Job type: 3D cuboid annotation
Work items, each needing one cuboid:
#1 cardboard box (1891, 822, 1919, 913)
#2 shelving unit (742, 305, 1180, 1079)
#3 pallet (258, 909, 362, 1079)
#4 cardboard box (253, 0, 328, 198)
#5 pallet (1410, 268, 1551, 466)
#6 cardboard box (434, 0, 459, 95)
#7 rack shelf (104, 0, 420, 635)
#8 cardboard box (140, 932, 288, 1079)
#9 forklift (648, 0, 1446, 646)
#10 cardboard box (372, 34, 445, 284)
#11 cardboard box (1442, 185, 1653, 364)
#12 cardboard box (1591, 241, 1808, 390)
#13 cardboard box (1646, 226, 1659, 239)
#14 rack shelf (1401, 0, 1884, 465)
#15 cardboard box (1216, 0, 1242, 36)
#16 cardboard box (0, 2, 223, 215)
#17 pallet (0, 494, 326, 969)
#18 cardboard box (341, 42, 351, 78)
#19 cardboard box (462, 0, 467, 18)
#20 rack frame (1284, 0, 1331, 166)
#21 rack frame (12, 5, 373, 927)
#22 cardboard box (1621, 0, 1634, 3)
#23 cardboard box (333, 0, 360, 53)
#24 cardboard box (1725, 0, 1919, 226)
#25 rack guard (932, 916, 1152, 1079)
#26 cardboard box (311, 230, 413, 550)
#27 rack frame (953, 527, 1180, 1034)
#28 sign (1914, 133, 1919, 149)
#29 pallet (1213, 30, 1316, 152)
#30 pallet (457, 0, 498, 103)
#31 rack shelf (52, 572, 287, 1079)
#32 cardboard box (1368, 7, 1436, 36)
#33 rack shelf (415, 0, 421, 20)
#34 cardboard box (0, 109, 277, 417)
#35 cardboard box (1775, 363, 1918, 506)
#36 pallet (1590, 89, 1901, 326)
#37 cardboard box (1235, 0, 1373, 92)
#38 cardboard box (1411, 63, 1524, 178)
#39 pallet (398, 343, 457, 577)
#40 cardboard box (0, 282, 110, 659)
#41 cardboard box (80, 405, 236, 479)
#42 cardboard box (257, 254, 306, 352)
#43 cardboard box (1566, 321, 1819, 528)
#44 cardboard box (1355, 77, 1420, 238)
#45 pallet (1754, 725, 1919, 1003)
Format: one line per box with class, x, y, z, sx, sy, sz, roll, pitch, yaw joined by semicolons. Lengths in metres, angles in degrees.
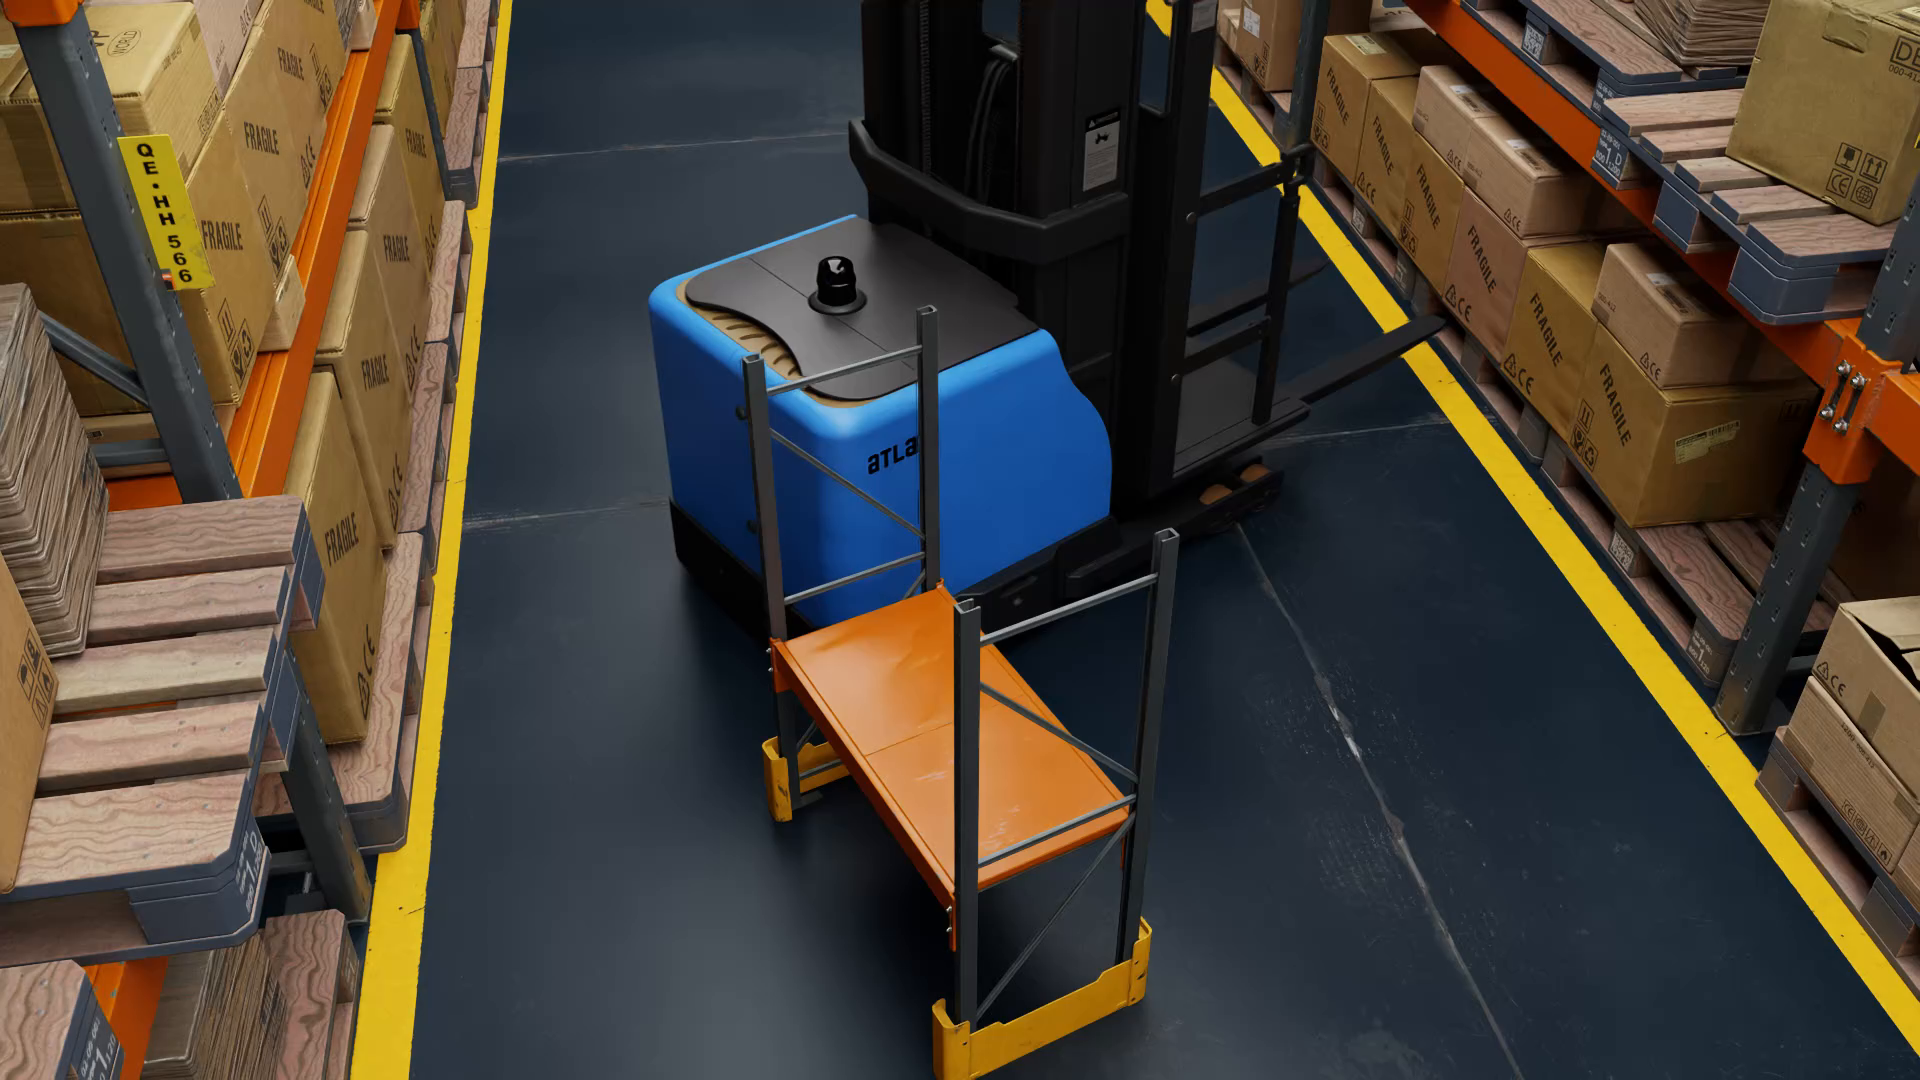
cardboard box;2.688;0.892;4.055;0.500;0.250;0.500;-7;38;-9
shelving unit;-0.038;0.371;4.049;0.587;1.500;1.083;-19;42;-23
pallet;-1.945;1.429;3.738;1.003;0.211;1.213;-6;38;-8
cardboard box;-2.082;-1.247;4.570;0.500;0.500;0.500;-6;38;-8
pallet;2.492;-0.768;6.567;1.003;0.211;1.213;-6;38;-8
cardboard box;-2.896;-2.505;8.225;0.700;0.500;0.500;-7;38;-8
rack shelf;-2.431;-1.068;5.266;1.077;0.370;4.000;-6;38;-8
cardboard box;-1.903;1.099;3.570;0.700;0.500;0.500;-6;38;-7
forklift;0.512;-1.410;5.177;3.031;2.935;1.130;-26;45;-30
cardboard box;-2.539;-1.498;6.643;0.750;0.750;0.750;-6;38;-7
cardboard box;2.213;-1.034;6.315;0.500;0.500;0.500;-8;38;-10
cardboard box;2.387;-0.735;5.319;0.500;0.250;0.500;-5;38;-6
cardboard box;2.721;-1.105;6.406;0.500;0.500;0.500;-7;38;-9
rack shelf;2.446;-1.603;5.955;1.077;0.370;4.000;-6;38;-8
cardboard box;1.584;-2.974;8.966;0.500;0.311;0.500;-6;38;-8
cardboard box;-1.911;-0.924;3.543;0.500;0.250;0.500;-5;38;-7
pallet;-1.850;0.351;3.010;1.213;0.211;1.003;-6;38;-8
cardboard box;-2.293;-1.676;5.650;0.380;0.149;0.250;-6;38;-8
cardboard box;-3.085;-3.137;9.038;0.700;0.500;0.500;-7;38;-9
rack frame;2.095;-3.095;7.289;1.000;3.000;0.127;-6;38;-8
rack frame;-2.080;-0.144;3.490;1.000;3.000;0.127;-6;38;-8
cardboard box;2.465;-2.240;5.764;0.700;0.500;0.500;-16;41;-19
cardboard box;-2.273;-1.862;5.361;0.500;0.500;0.500;-6;38;-8
cardboard box;2.575;-1.253;4.494;0.700;0.500;0.500;-19;42;-23
rack guard;0.204;1.132;4.089;0.587;0.250;0.087;-19;42;-23
cardboard box;-2.227;-0.449;5.293;0.750;0.750;0.750;-6;38;-8
rack frame;0.213;0.649;3.692;0.500;1.500;0.032;-19;42;-23
sign;2.264;-1.041;3.766;0.100;0.325;0.005;-6;38;-8
pallet;1.975;-2.409;8.679;1.003;0.211;1.213;-6;38;-8
pallet;-3.055;-2.665;9.008;1.003;0.211;1.213;-6;38;-8
rack shelf;-1.729;1.348;2.156;1.077;0.370;4.000;-6;38;-8
cardboard box;2.234;-2.484;8.335;0.500;0.311;0.500;-6;38;-8
rack shelf;-3.132;-3.484;8.376;1.077;0.370;4.000;-6;38;-8
cardboard box;-1.913;-0.630;3.775;0.500;0.500;0.500;-5;38;-7
cardboard box;2.900;-0.487;5.611;0.500;0.500;0.500;-8;38;-10
pallet;2.608;-1.005;4.755;1.213;0.211;1.003;-6;38;-8
cardboard box;1.716;-2.595;8.324;0.500;0.500;0.500;-6;38;-8
cardboard box;2.115;-1.655;6.503;0.500;0.250;0.500;-6;38;-8
pallet;-2.355;-0.262;5.916;1.003;0.211;1.213;-6;38;-8
cardboard box;-1.988;-0.074;2.961;0.700;0.500;0.500;-11;39;-13
cardboard box;-1.910;-0.276;3.849;0.380;0.149;0.250;-7;38;-9
cardboard box;-1.909;-0.599;4.265;0.380;0.149;0.250;-5;38;-7
cardboard box;2.401;-0.405;5.506;0.500;0.500;0.500;-5;38;-6
cardboard box;2.044;-1.642;7.098;0.500;0.500;0.500;-6;38;-7
pallet;2.902;0.924;4.389;1.003;0.211;1.213;-6;38;-8
